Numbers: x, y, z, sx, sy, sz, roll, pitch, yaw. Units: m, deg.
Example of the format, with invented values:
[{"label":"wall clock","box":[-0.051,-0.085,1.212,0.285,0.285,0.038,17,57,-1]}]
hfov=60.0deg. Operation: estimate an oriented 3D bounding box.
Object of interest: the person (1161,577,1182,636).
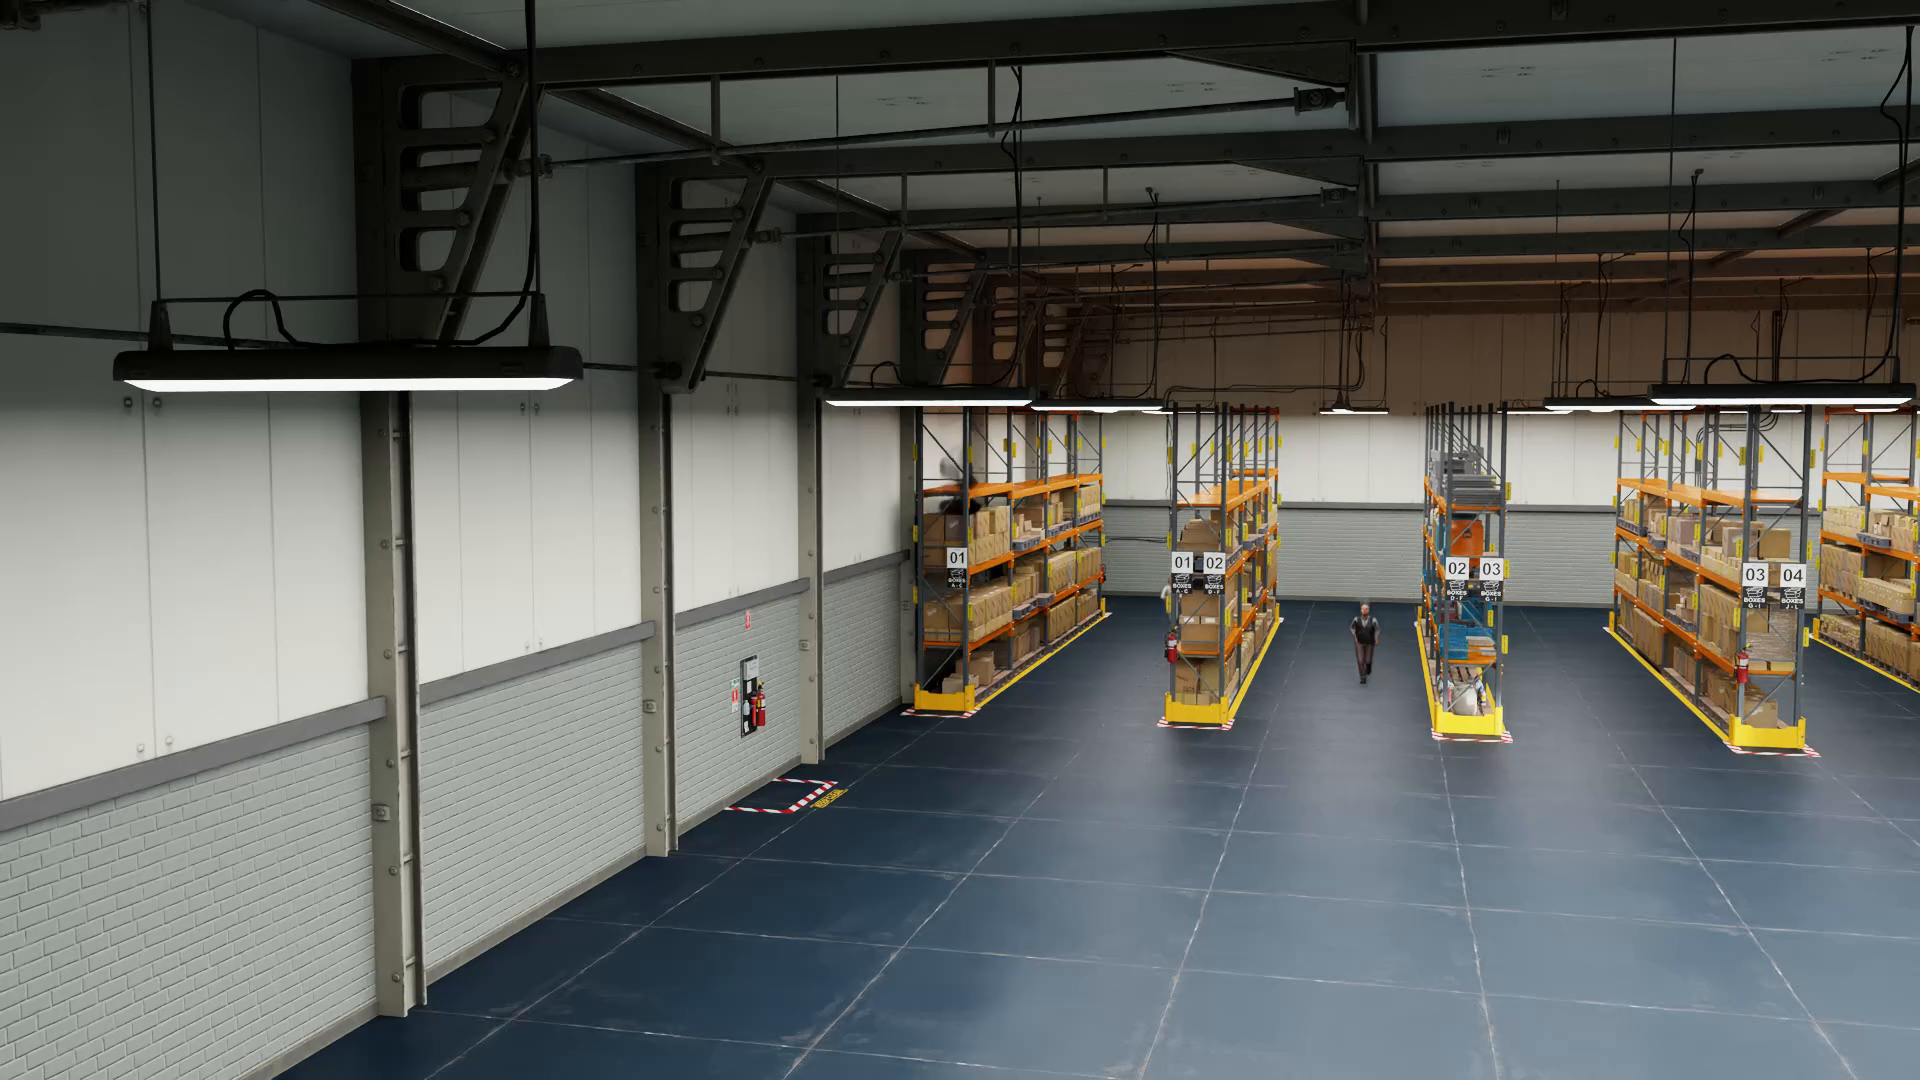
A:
[{"label":"person","box":[5.441,1.743,42.809,0.531,1.622,0.825,1,4,11]}]

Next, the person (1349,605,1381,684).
[{"label":"person","box":[8.748,2.239,35.960,0.660,1.684,0.599,1,4,16]}]
